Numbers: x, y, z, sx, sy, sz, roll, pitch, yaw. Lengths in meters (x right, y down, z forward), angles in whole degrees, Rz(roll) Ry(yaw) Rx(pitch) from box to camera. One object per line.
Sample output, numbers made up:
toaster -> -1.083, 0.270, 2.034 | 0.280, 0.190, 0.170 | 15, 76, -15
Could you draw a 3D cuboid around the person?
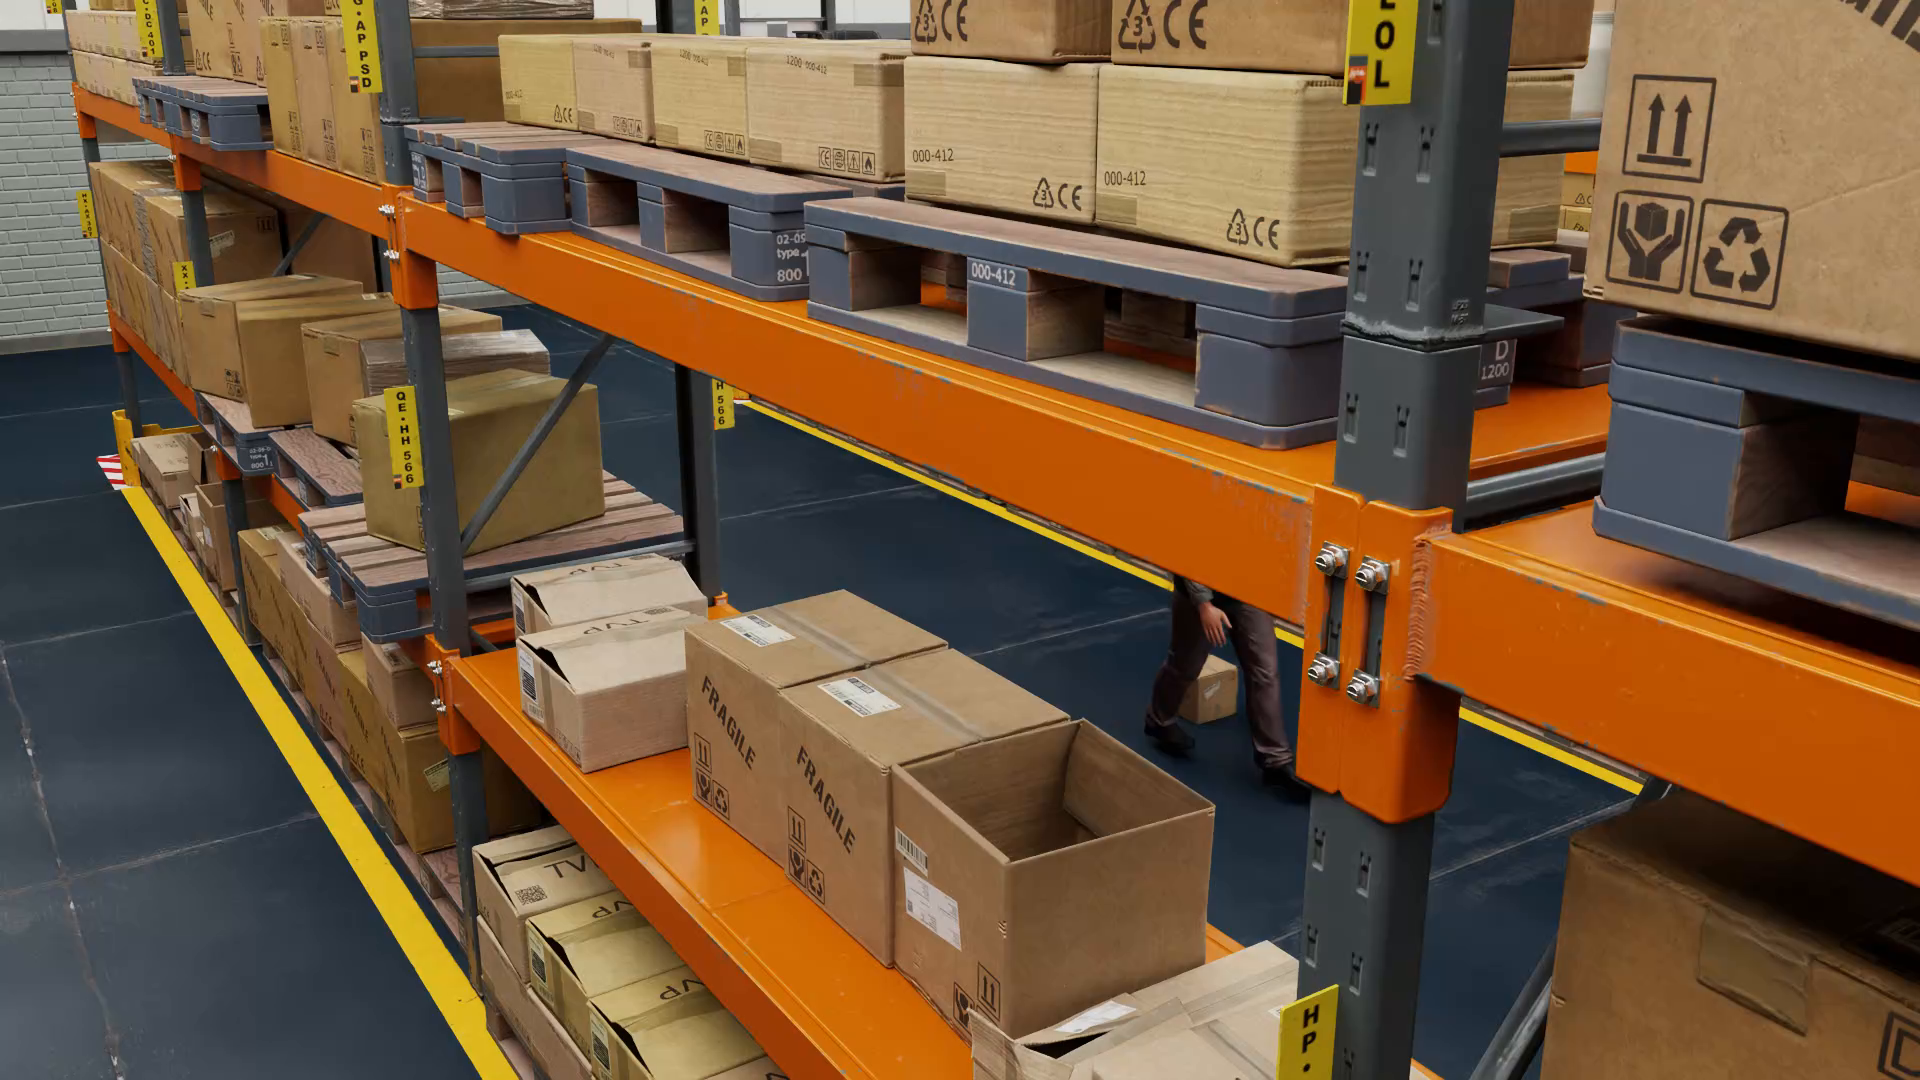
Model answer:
person -> 1.168, 0.242, 7.309 | 0.567, 1.665, 0.971 | -10, 20, -28
